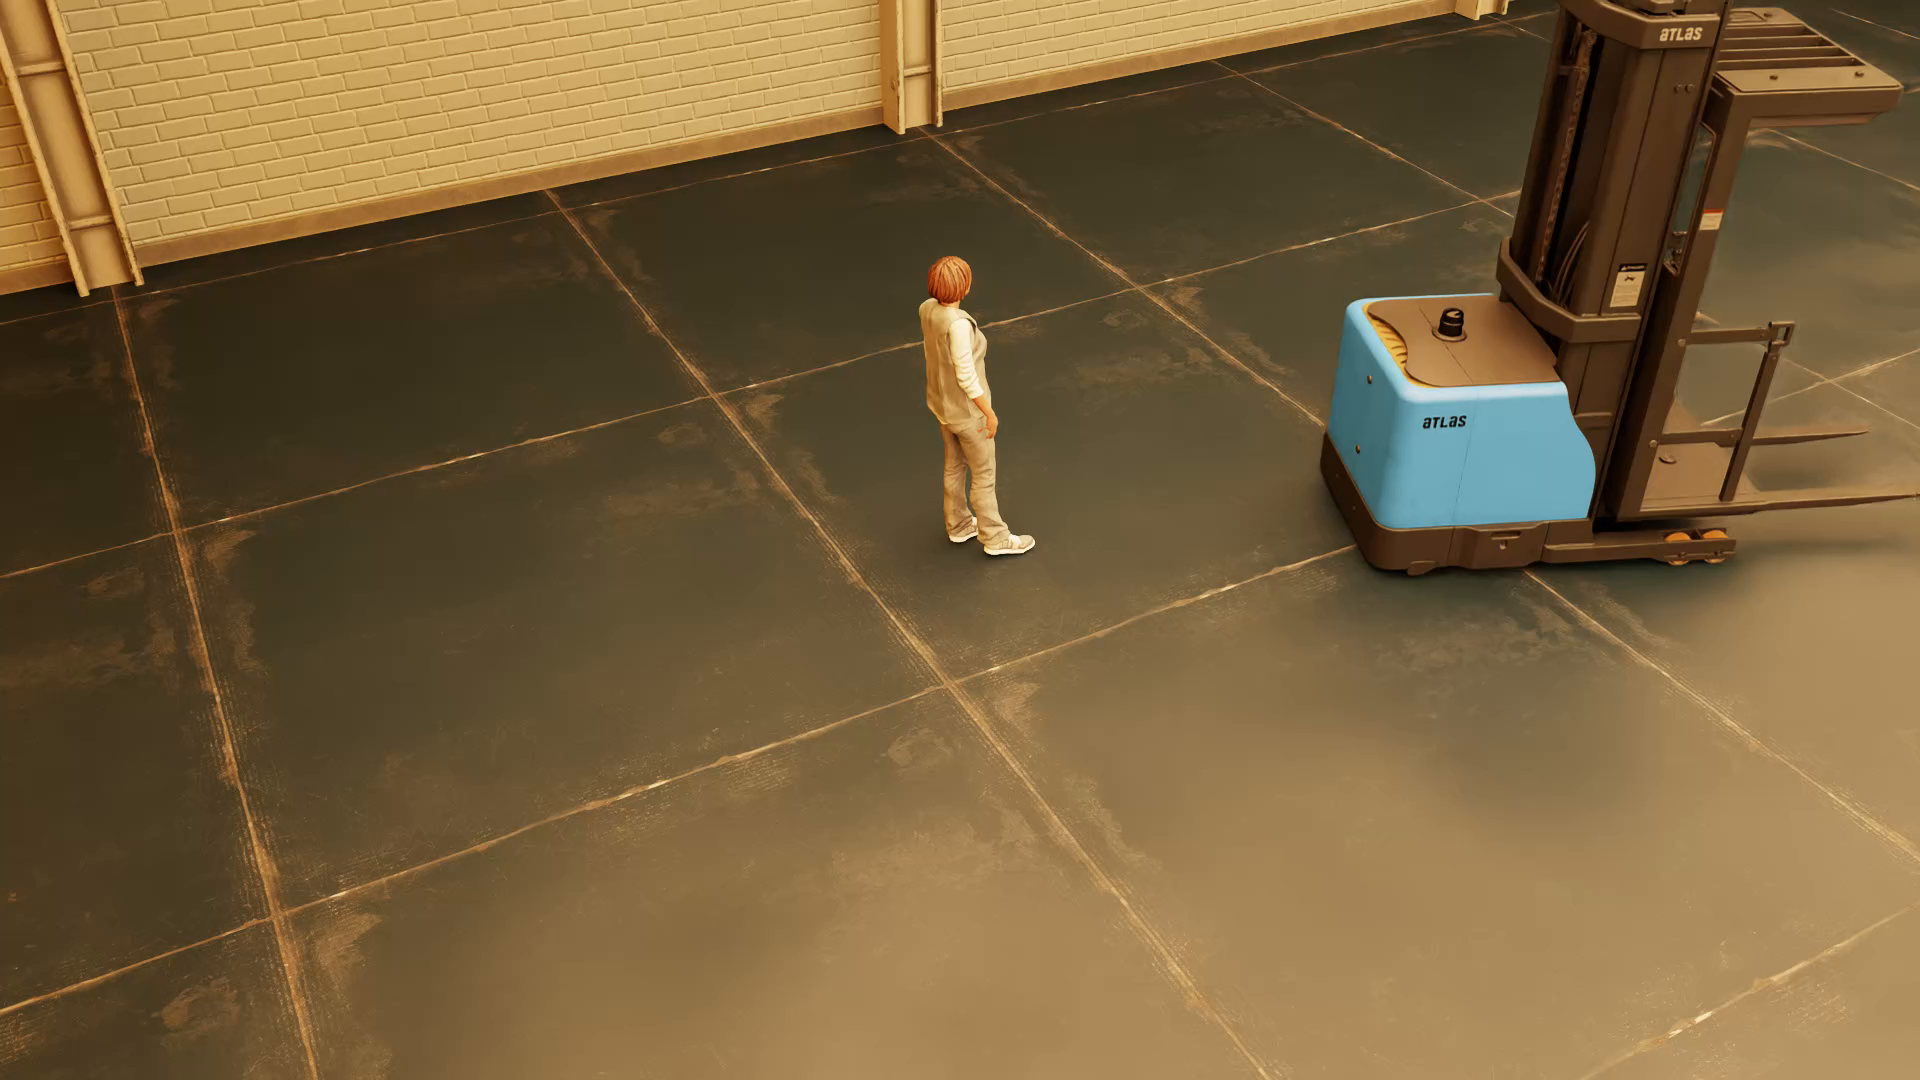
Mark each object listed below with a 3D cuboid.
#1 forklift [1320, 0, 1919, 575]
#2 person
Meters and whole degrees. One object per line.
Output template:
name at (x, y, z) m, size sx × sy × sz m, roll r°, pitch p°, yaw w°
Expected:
forklift at (3.518, -1.370, 8.062) m, size 3.031 × 2.935 × 1.130 m, roll -3°, pitch 35°, yaw -5°
person at (0.072, -0.671, 8.216) m, size 0.473 × 1.599 × 0.521 m, roll -17°, pitch 39°, yaw -23°
